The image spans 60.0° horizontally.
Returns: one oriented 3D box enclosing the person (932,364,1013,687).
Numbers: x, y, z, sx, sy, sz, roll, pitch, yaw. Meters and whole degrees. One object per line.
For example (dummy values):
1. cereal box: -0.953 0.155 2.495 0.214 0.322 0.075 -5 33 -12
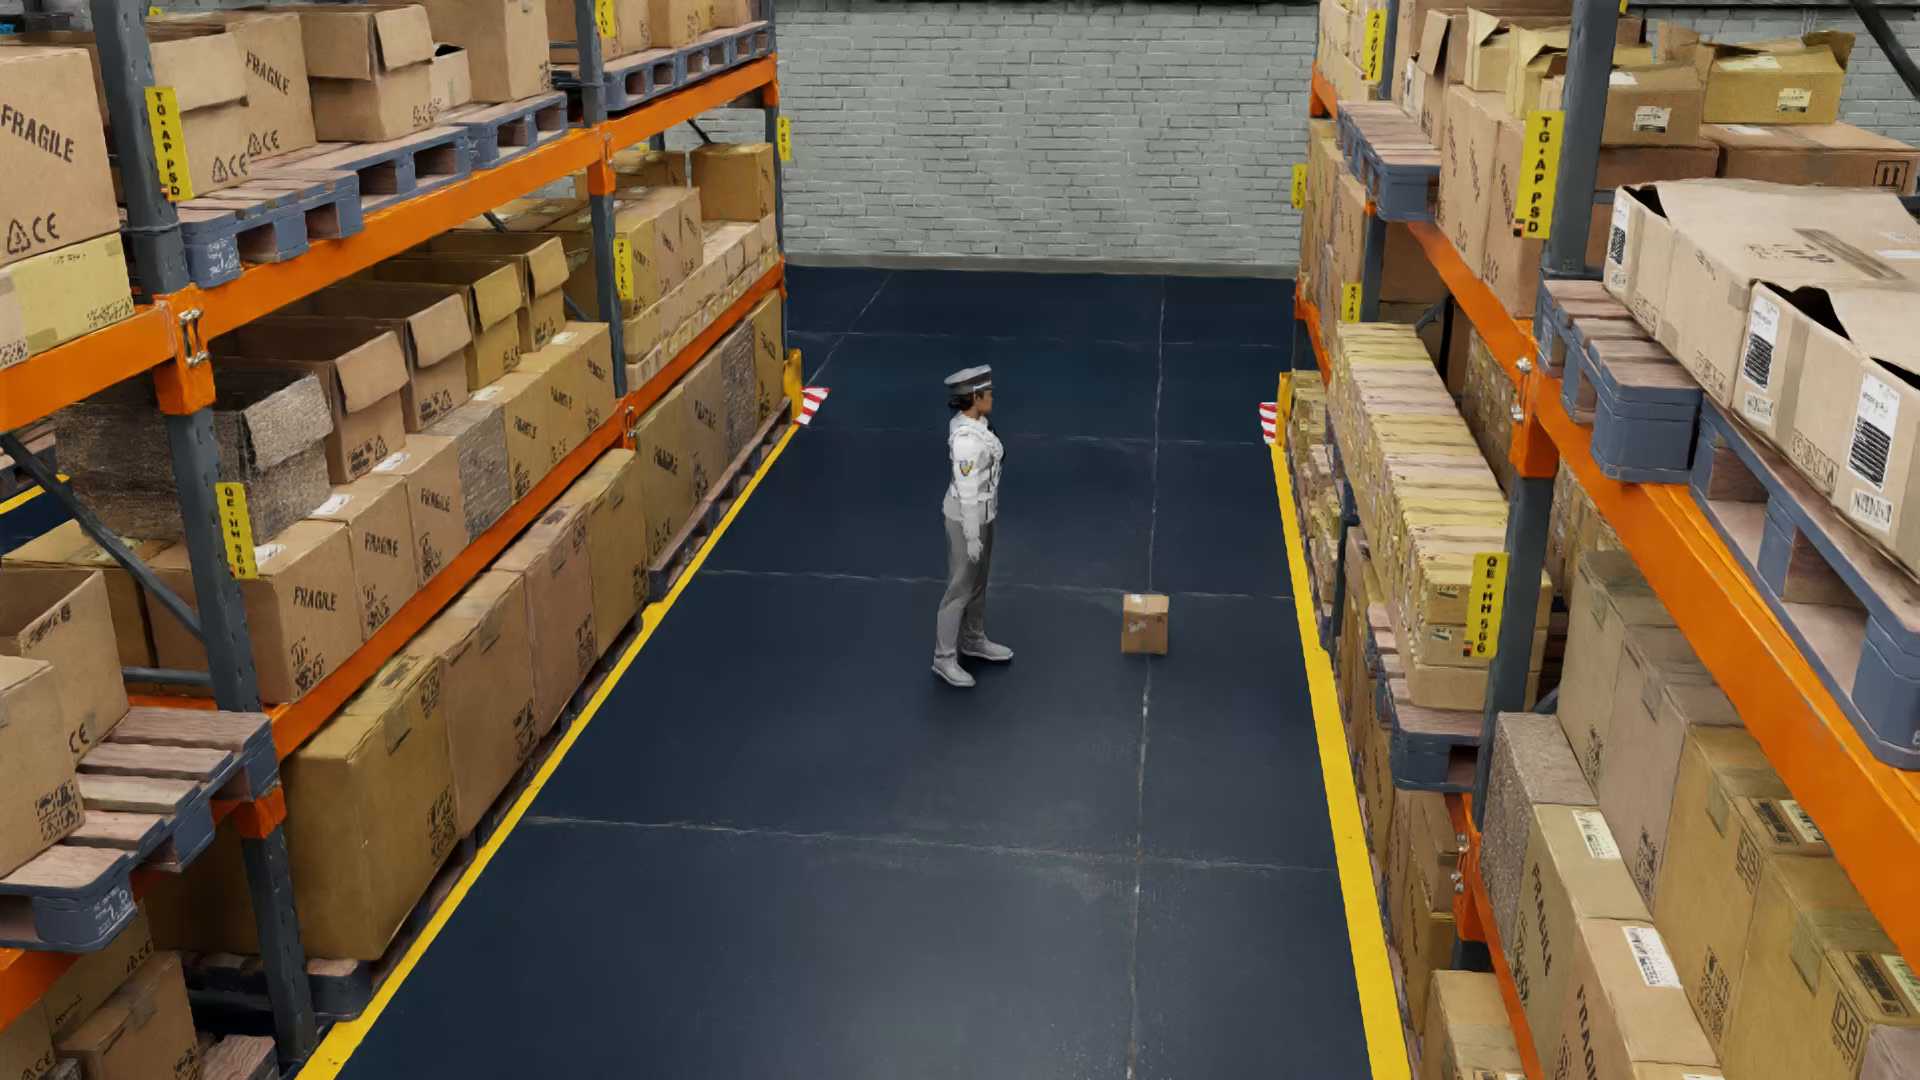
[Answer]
1. person: 0.072 -0.105 8.783 0.423 1.683 0.603 2 21 4
